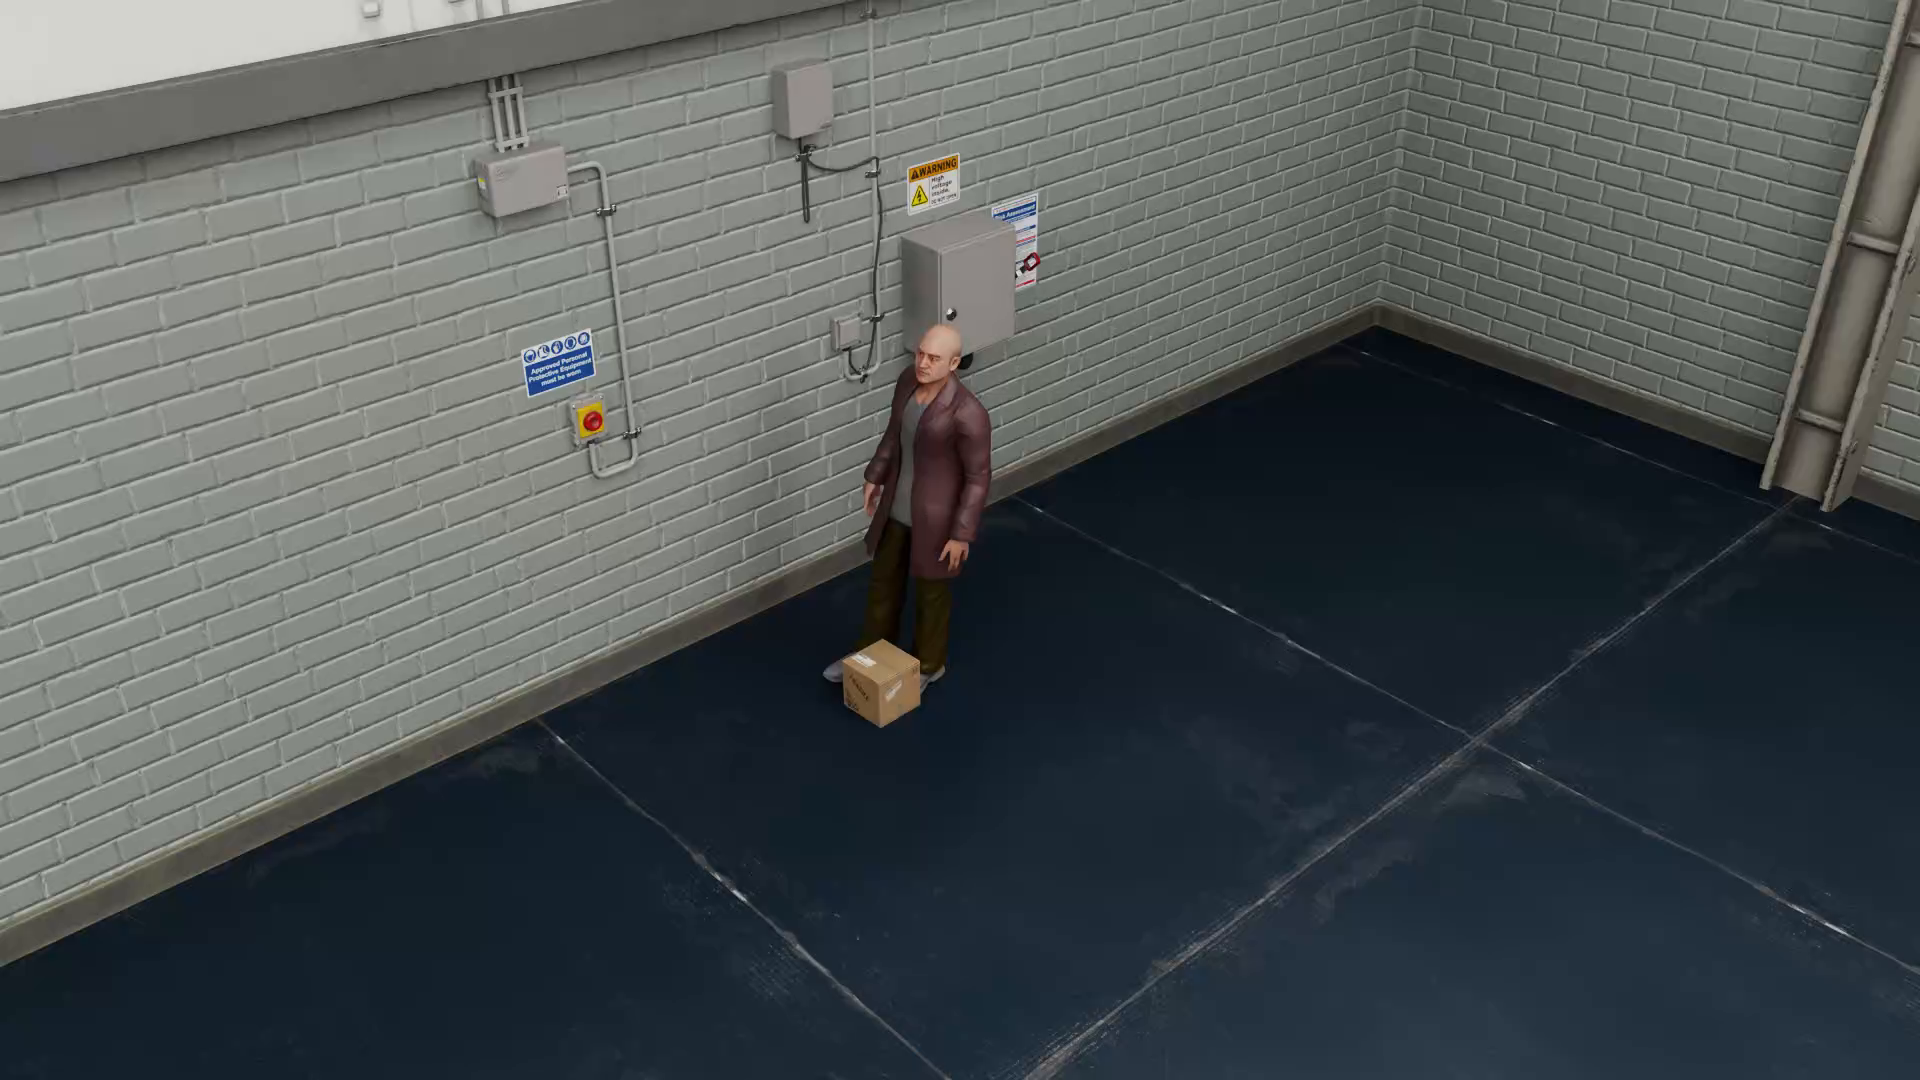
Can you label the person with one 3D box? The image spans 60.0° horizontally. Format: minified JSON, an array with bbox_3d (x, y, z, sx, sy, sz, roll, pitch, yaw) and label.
[{"bbox_3d":[-0.229,-0.086,7.274,0.578,1.779,0.698,-26,40,-35],"label":"person"}]
